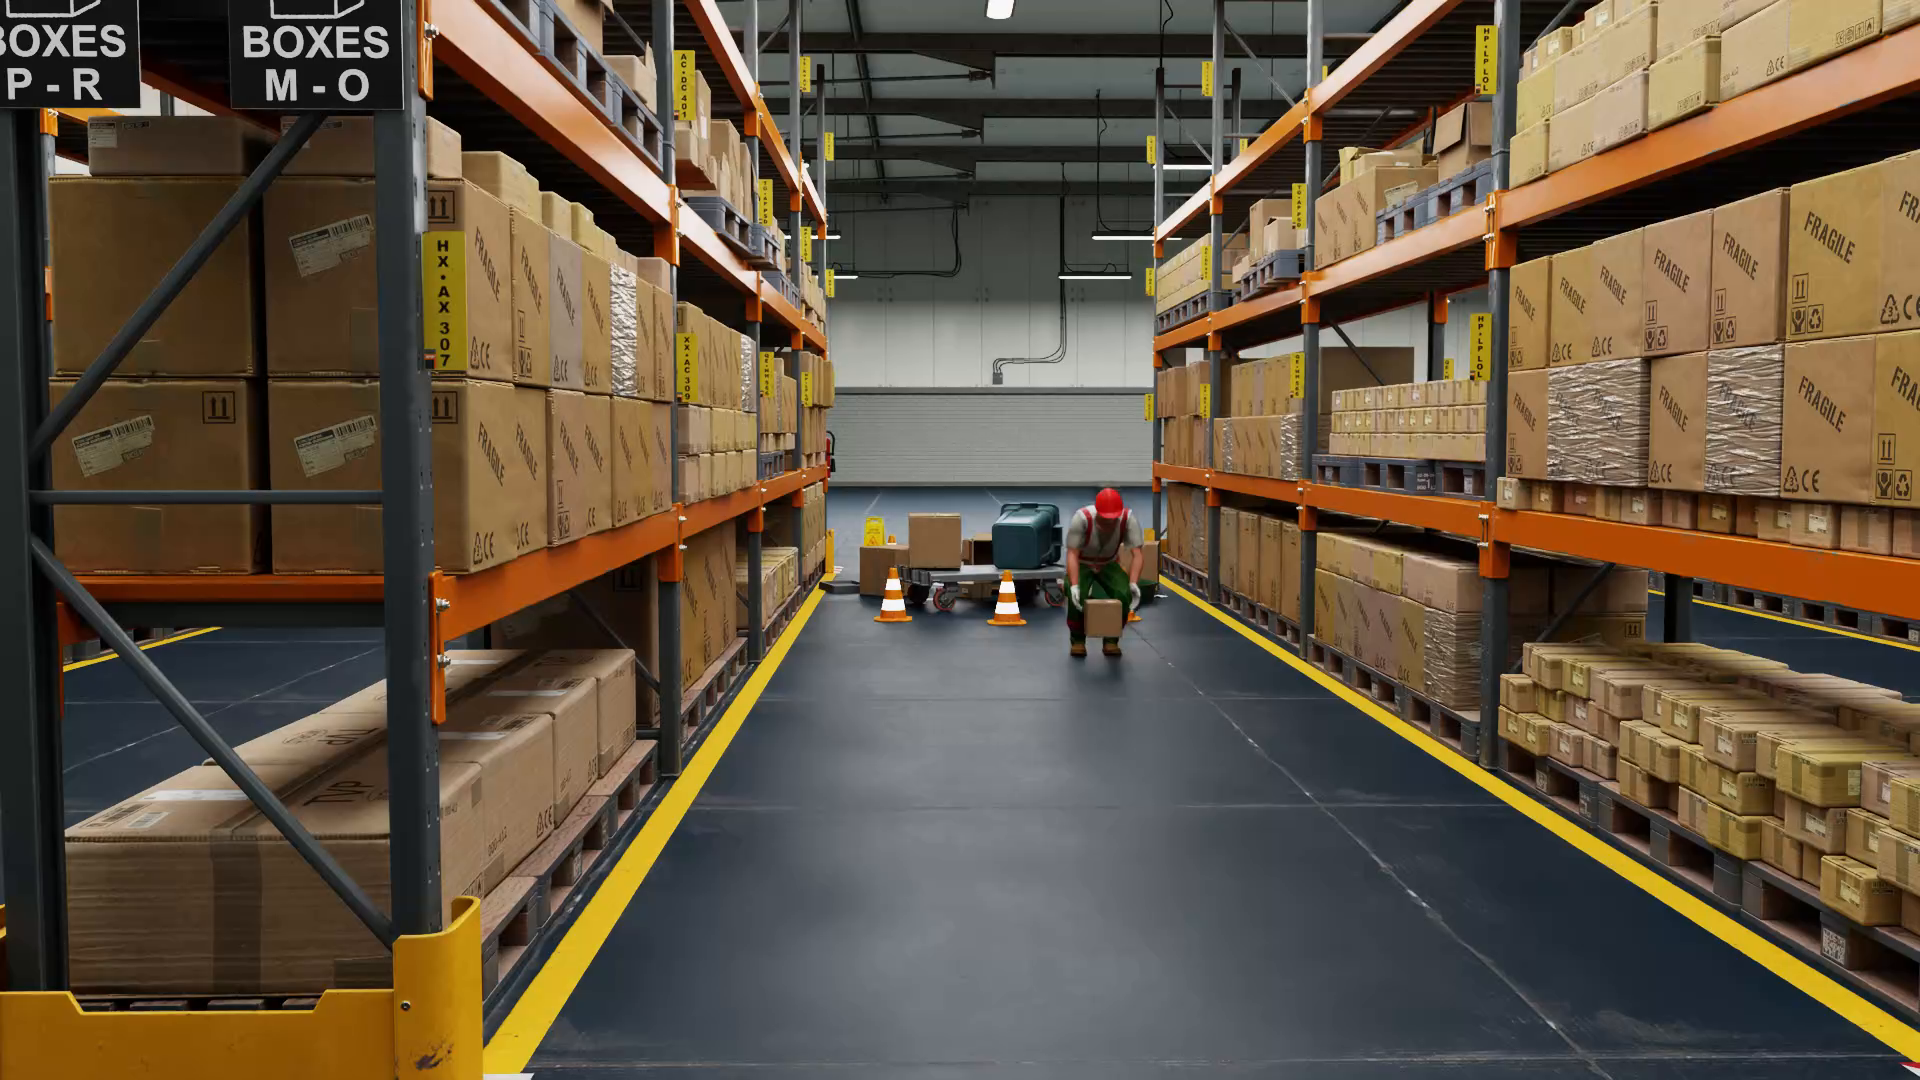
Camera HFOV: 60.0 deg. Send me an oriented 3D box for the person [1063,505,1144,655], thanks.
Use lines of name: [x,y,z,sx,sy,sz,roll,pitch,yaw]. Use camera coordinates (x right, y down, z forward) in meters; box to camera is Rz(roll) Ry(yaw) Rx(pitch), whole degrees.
person: [1.067,0.294,12.441,0.586,1.145,0.767,0,4,-1]
